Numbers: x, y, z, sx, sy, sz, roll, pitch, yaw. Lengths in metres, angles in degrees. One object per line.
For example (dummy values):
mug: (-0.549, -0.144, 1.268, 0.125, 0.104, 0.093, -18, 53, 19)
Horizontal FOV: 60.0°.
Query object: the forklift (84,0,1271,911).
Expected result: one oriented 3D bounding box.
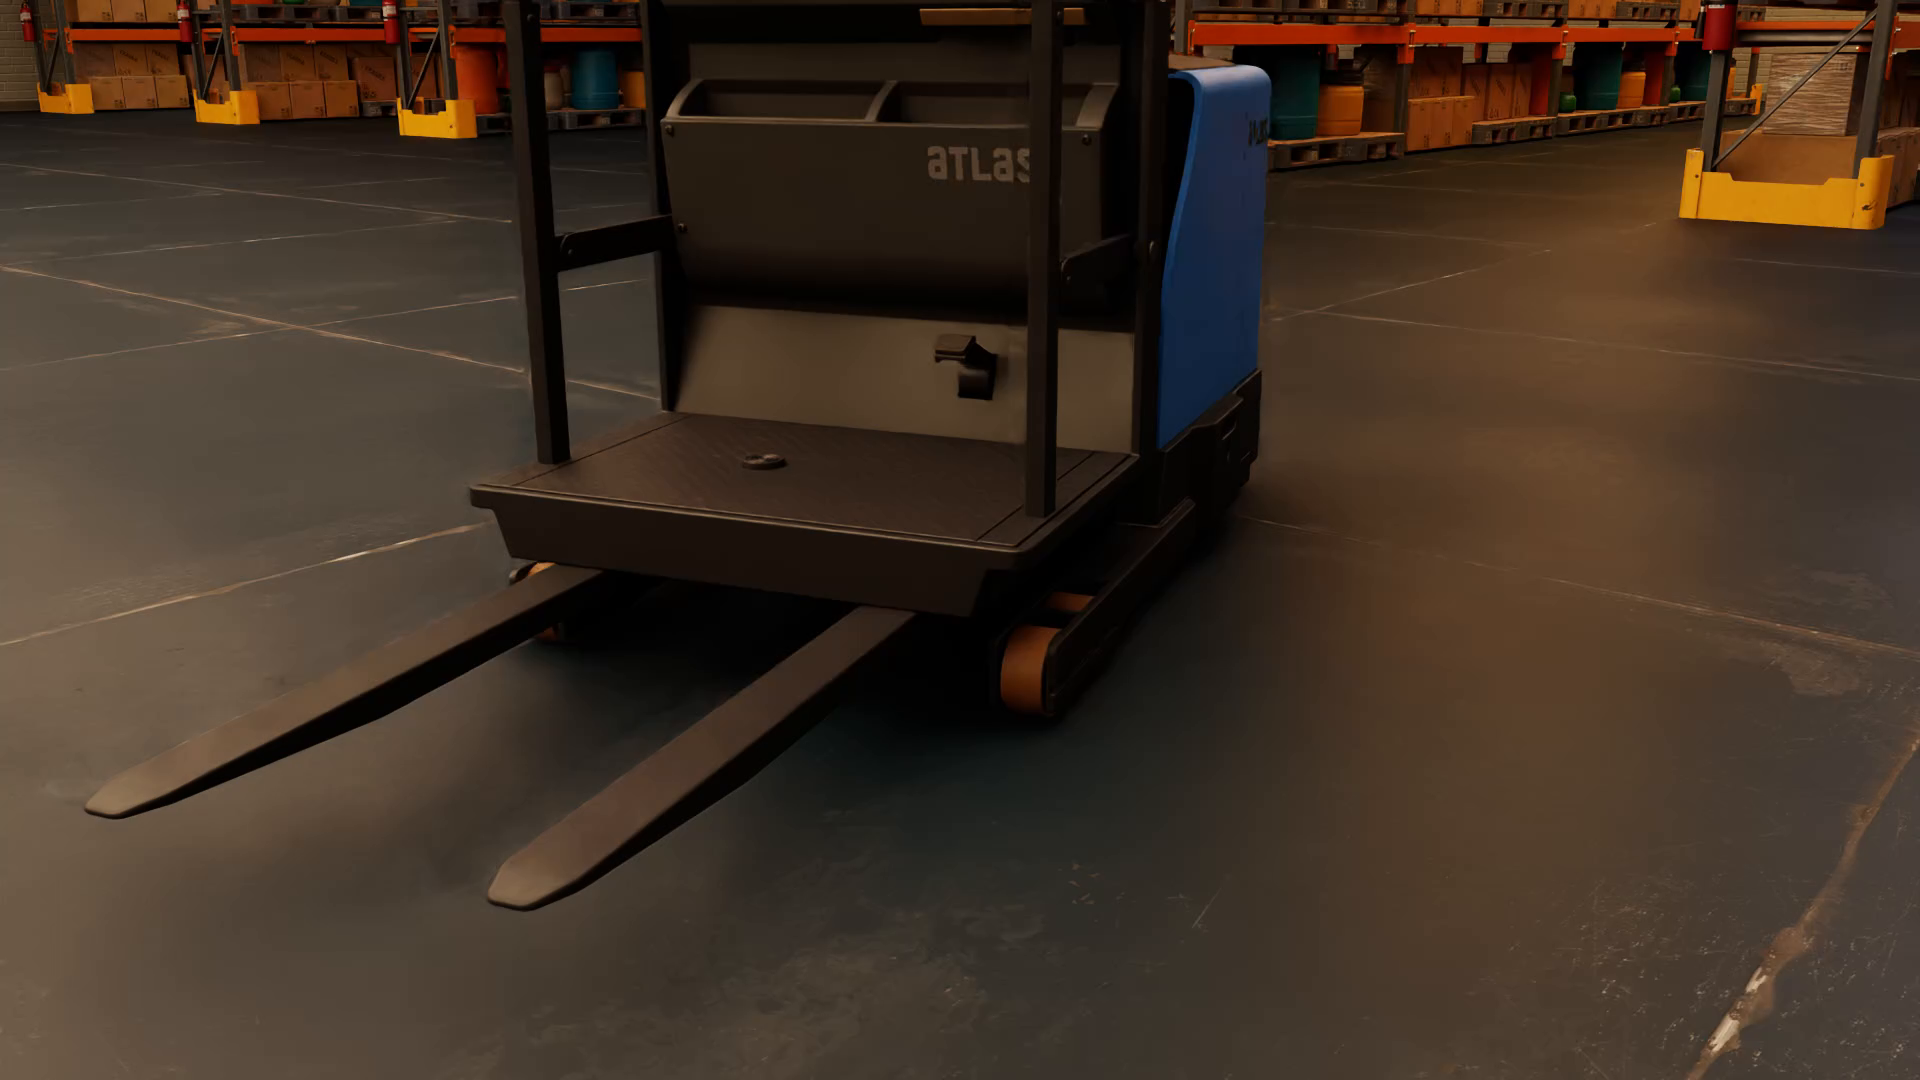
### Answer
forklift: (-0.224, -1.227, 2.939, 1.130, 2.935, 3.031, 7, 18, 21)
